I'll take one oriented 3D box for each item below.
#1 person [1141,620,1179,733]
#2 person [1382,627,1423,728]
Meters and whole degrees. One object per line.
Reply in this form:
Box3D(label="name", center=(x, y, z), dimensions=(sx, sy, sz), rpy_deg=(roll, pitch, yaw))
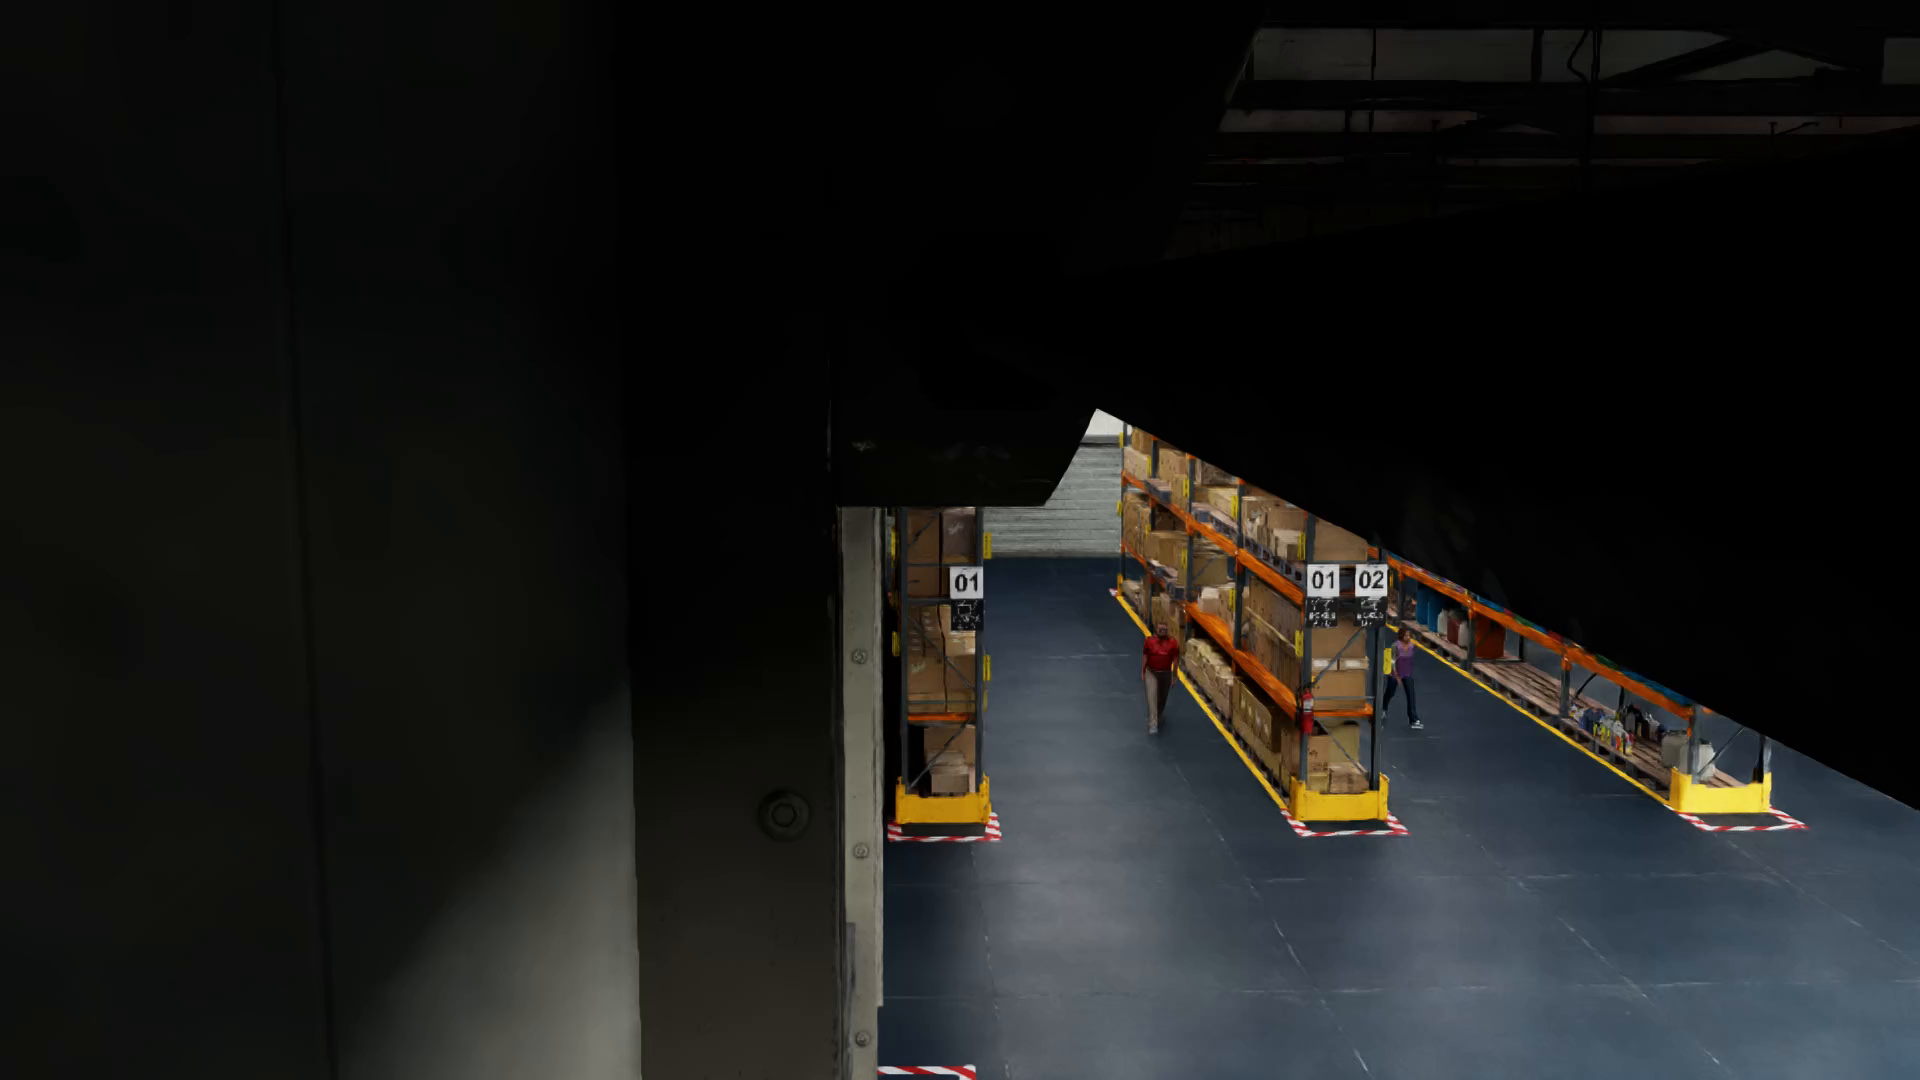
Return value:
Box3D(label="person", center=(3.007, 2.006, 24.899), dimensions=(0.541, 1.642, 1.114), rpy_deg=(0, 8, -3))
Box3D(label="person", center=(6.666, 2.038, 25.160), dimensions=(0.440, 1.516, 1.016), rpy_deg=(-2, 8, -12))
